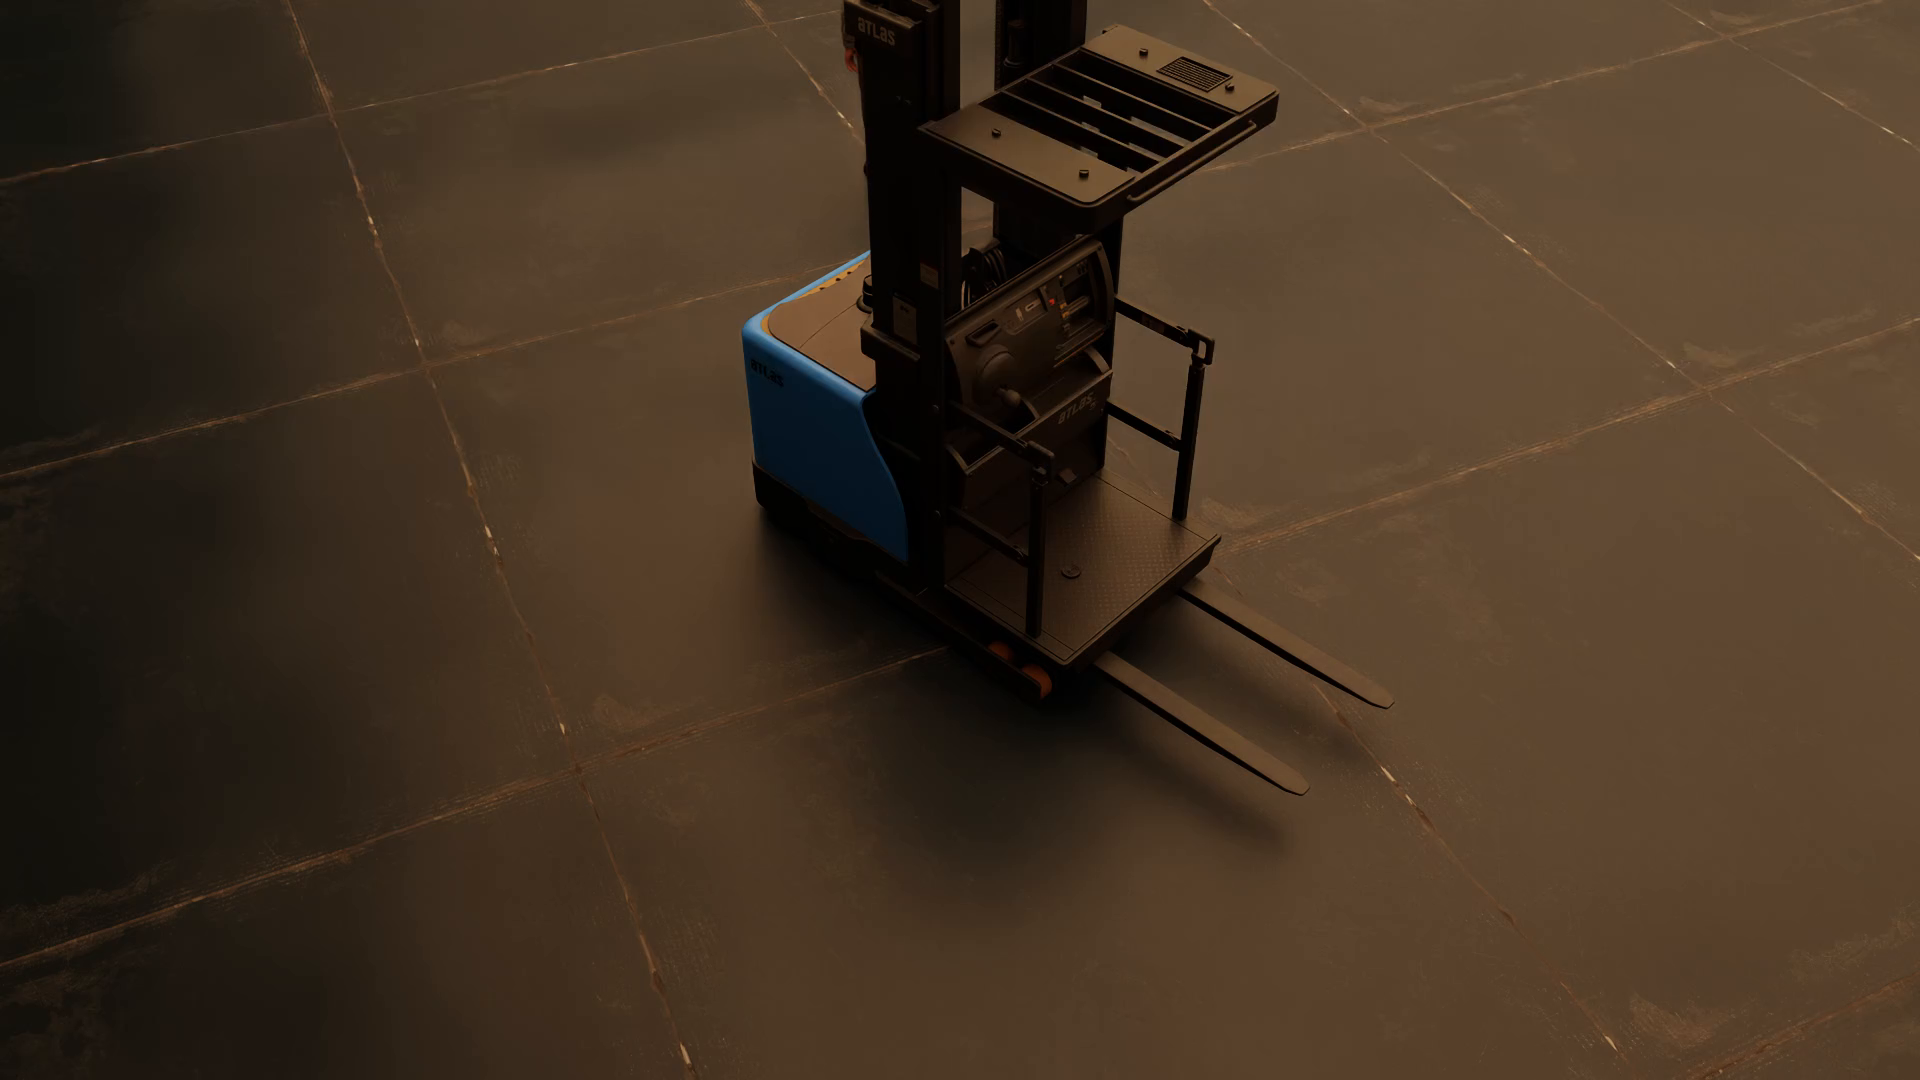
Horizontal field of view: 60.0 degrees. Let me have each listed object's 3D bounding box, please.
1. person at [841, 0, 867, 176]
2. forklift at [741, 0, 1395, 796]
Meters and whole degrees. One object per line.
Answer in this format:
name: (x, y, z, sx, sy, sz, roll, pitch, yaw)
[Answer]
person: (-0.390, -2.834, 9.605, 0.583, 1.719, 0.427, -6, 43, -6)
forklift: (0.445, -0.788, 6.525, 3.031, 2.935, 1.130, 32, 52, 30)
